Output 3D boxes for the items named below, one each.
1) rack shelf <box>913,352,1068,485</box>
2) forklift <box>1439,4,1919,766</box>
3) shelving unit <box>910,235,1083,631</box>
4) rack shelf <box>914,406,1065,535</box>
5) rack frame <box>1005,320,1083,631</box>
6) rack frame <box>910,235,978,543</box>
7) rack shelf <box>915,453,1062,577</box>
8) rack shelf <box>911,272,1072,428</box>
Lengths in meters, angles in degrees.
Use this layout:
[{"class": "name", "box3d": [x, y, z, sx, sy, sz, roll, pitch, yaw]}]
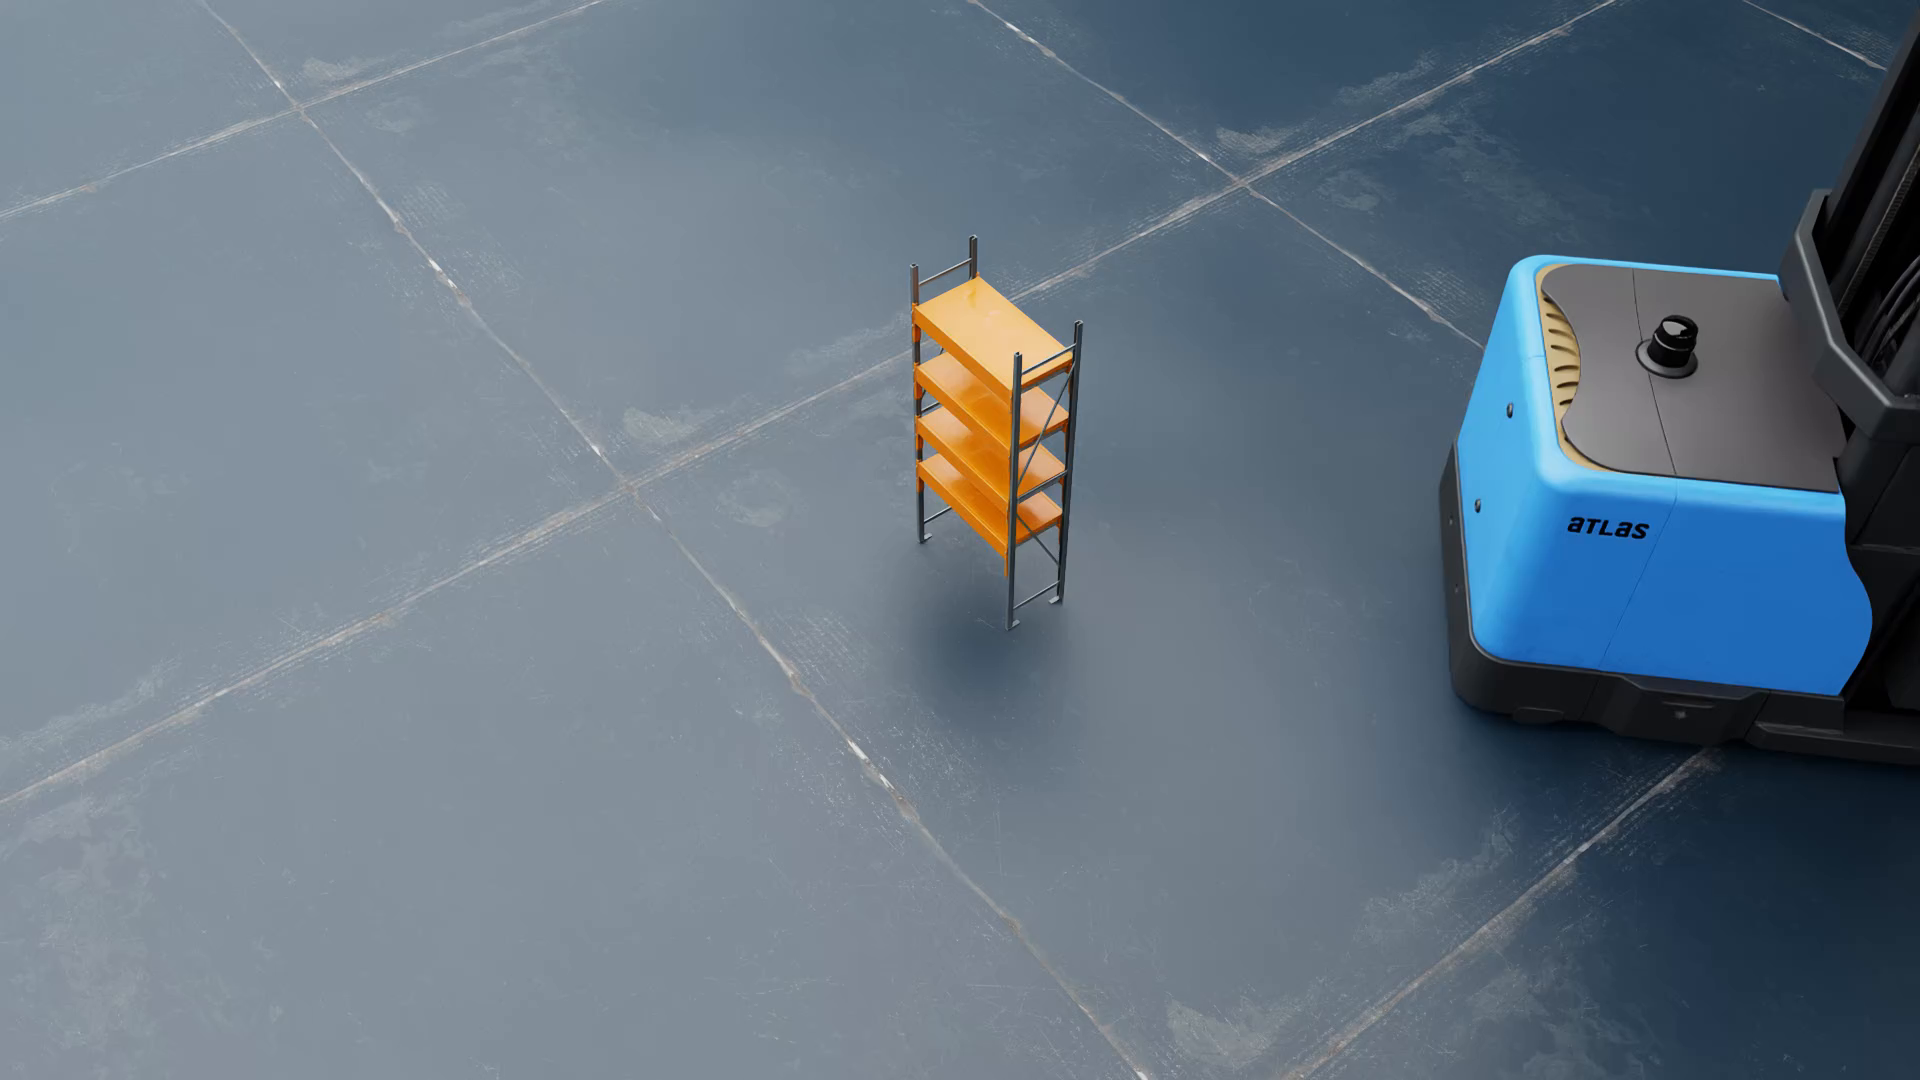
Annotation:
[{"class": "rack shelf", "box3d": [0.100, -0.410, 5.101, 0.258, 0.148, 0.480, -29, 54, -24]}, {"class": "forklift", "box3d": [3.113, -0.642, 4.354, 3.031, 2.935, 1.130, 6, 48, 5]}, {"class": "shelving unit", "box3d": [0.100, -0.305, 5.217, 0.258, 1.200, 0.503, -29, 54, -24]}, {"class": "rack shelf", "box3d": [0.100, -0.260, 5.267, 0.258, 0.148, 0.480, -29, 54, -24]}, {"class": "rack frame", "box3d": [0.248, -0.162, 5.087, 0.240, 1.200, 0.015, -29, 54, -24]}, {"class": "rack frame", "box3d": [-0.047, -0.449, 5.347, 0.240, 1.200, 0.015, -29, 54, -24]}, {"class": "rack shelf", "box3d": [0.100, -0.127, 5.414, 0.258, 0.148, 0.480, -29, 54, -24]}, {"class": "rack shelf", "box3d": [0.100, -0.569, 4.926, 0.258, 0.148, 0.480, -29, 54, -24]}]
